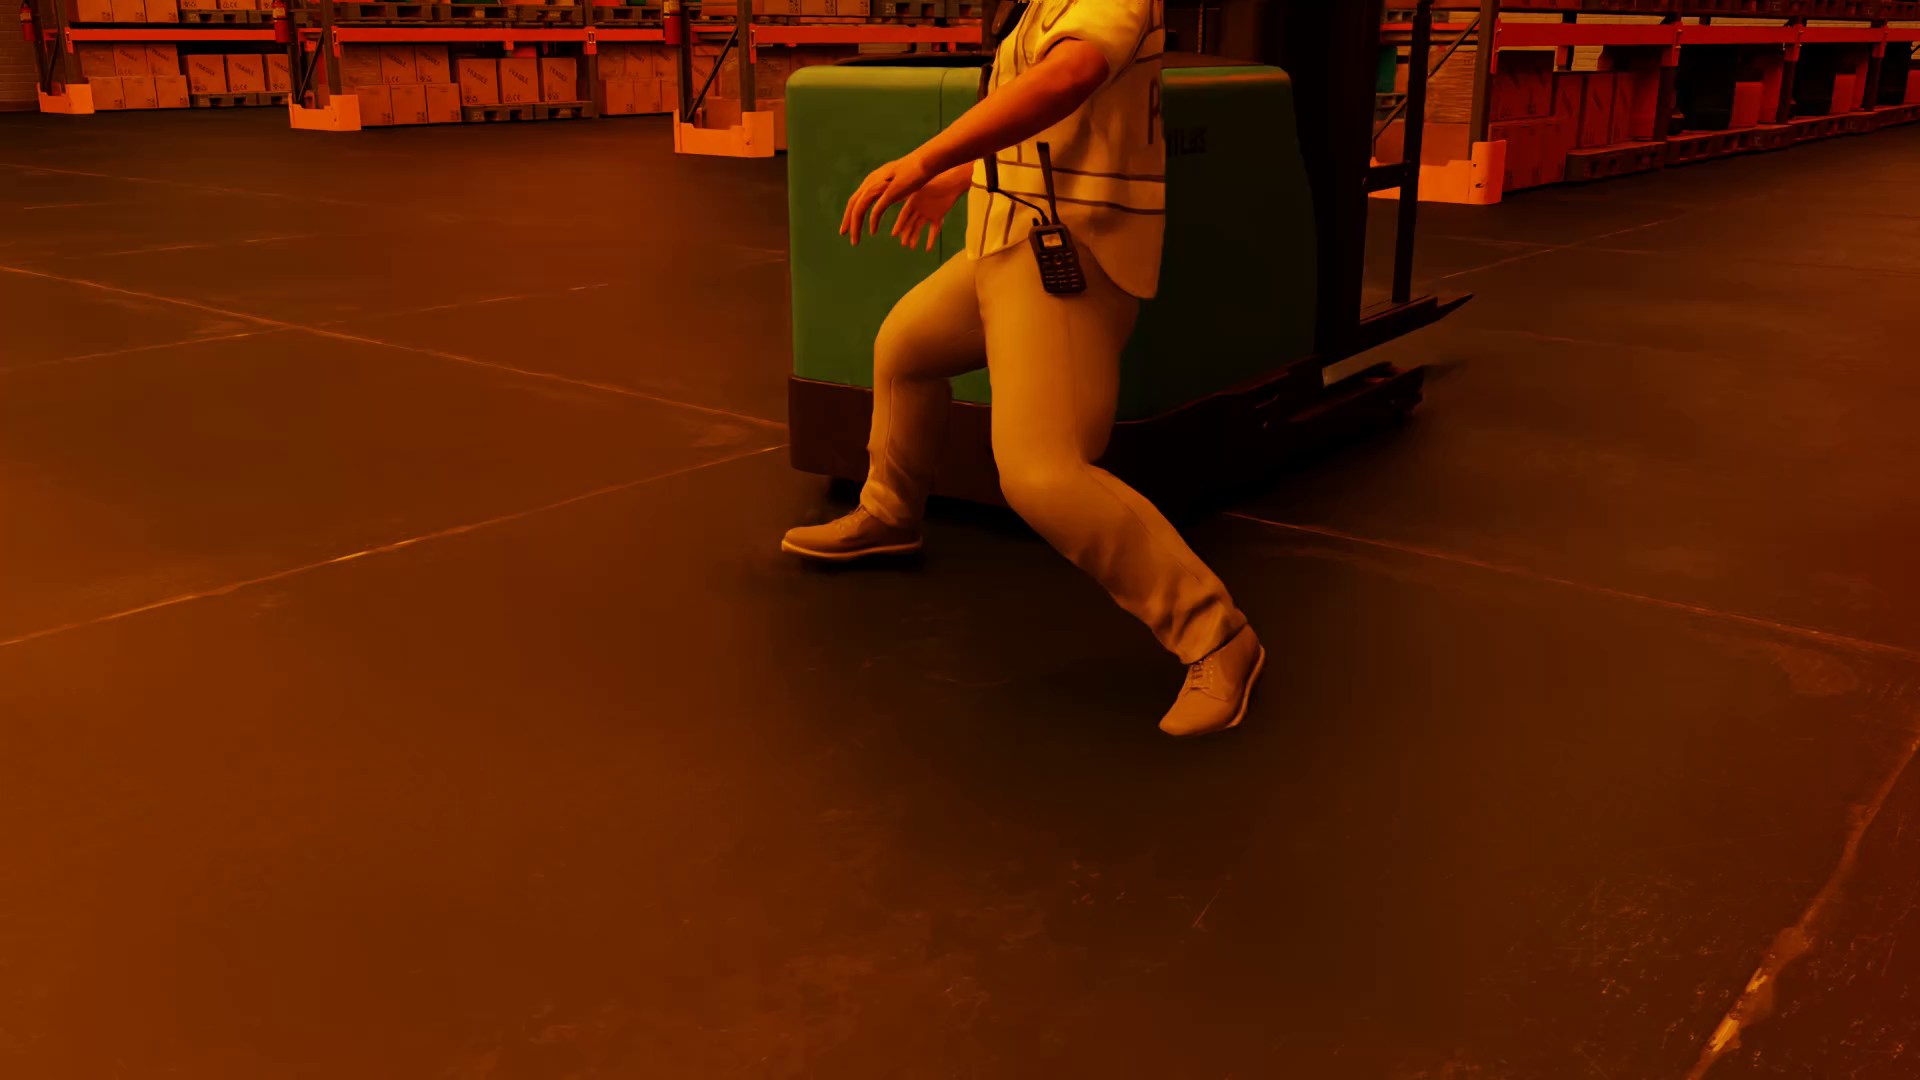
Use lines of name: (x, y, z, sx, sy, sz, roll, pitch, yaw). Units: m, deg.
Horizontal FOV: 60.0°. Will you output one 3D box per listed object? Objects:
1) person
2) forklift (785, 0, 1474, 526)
person: (0.076, -0.548, 3.131, 0.964, 1.599, 1.069, 0, 17, 1)
forklift: (0.797, -1.805, 4.842, 1.130, 2.935, 3.031, 11, 20, 32)
